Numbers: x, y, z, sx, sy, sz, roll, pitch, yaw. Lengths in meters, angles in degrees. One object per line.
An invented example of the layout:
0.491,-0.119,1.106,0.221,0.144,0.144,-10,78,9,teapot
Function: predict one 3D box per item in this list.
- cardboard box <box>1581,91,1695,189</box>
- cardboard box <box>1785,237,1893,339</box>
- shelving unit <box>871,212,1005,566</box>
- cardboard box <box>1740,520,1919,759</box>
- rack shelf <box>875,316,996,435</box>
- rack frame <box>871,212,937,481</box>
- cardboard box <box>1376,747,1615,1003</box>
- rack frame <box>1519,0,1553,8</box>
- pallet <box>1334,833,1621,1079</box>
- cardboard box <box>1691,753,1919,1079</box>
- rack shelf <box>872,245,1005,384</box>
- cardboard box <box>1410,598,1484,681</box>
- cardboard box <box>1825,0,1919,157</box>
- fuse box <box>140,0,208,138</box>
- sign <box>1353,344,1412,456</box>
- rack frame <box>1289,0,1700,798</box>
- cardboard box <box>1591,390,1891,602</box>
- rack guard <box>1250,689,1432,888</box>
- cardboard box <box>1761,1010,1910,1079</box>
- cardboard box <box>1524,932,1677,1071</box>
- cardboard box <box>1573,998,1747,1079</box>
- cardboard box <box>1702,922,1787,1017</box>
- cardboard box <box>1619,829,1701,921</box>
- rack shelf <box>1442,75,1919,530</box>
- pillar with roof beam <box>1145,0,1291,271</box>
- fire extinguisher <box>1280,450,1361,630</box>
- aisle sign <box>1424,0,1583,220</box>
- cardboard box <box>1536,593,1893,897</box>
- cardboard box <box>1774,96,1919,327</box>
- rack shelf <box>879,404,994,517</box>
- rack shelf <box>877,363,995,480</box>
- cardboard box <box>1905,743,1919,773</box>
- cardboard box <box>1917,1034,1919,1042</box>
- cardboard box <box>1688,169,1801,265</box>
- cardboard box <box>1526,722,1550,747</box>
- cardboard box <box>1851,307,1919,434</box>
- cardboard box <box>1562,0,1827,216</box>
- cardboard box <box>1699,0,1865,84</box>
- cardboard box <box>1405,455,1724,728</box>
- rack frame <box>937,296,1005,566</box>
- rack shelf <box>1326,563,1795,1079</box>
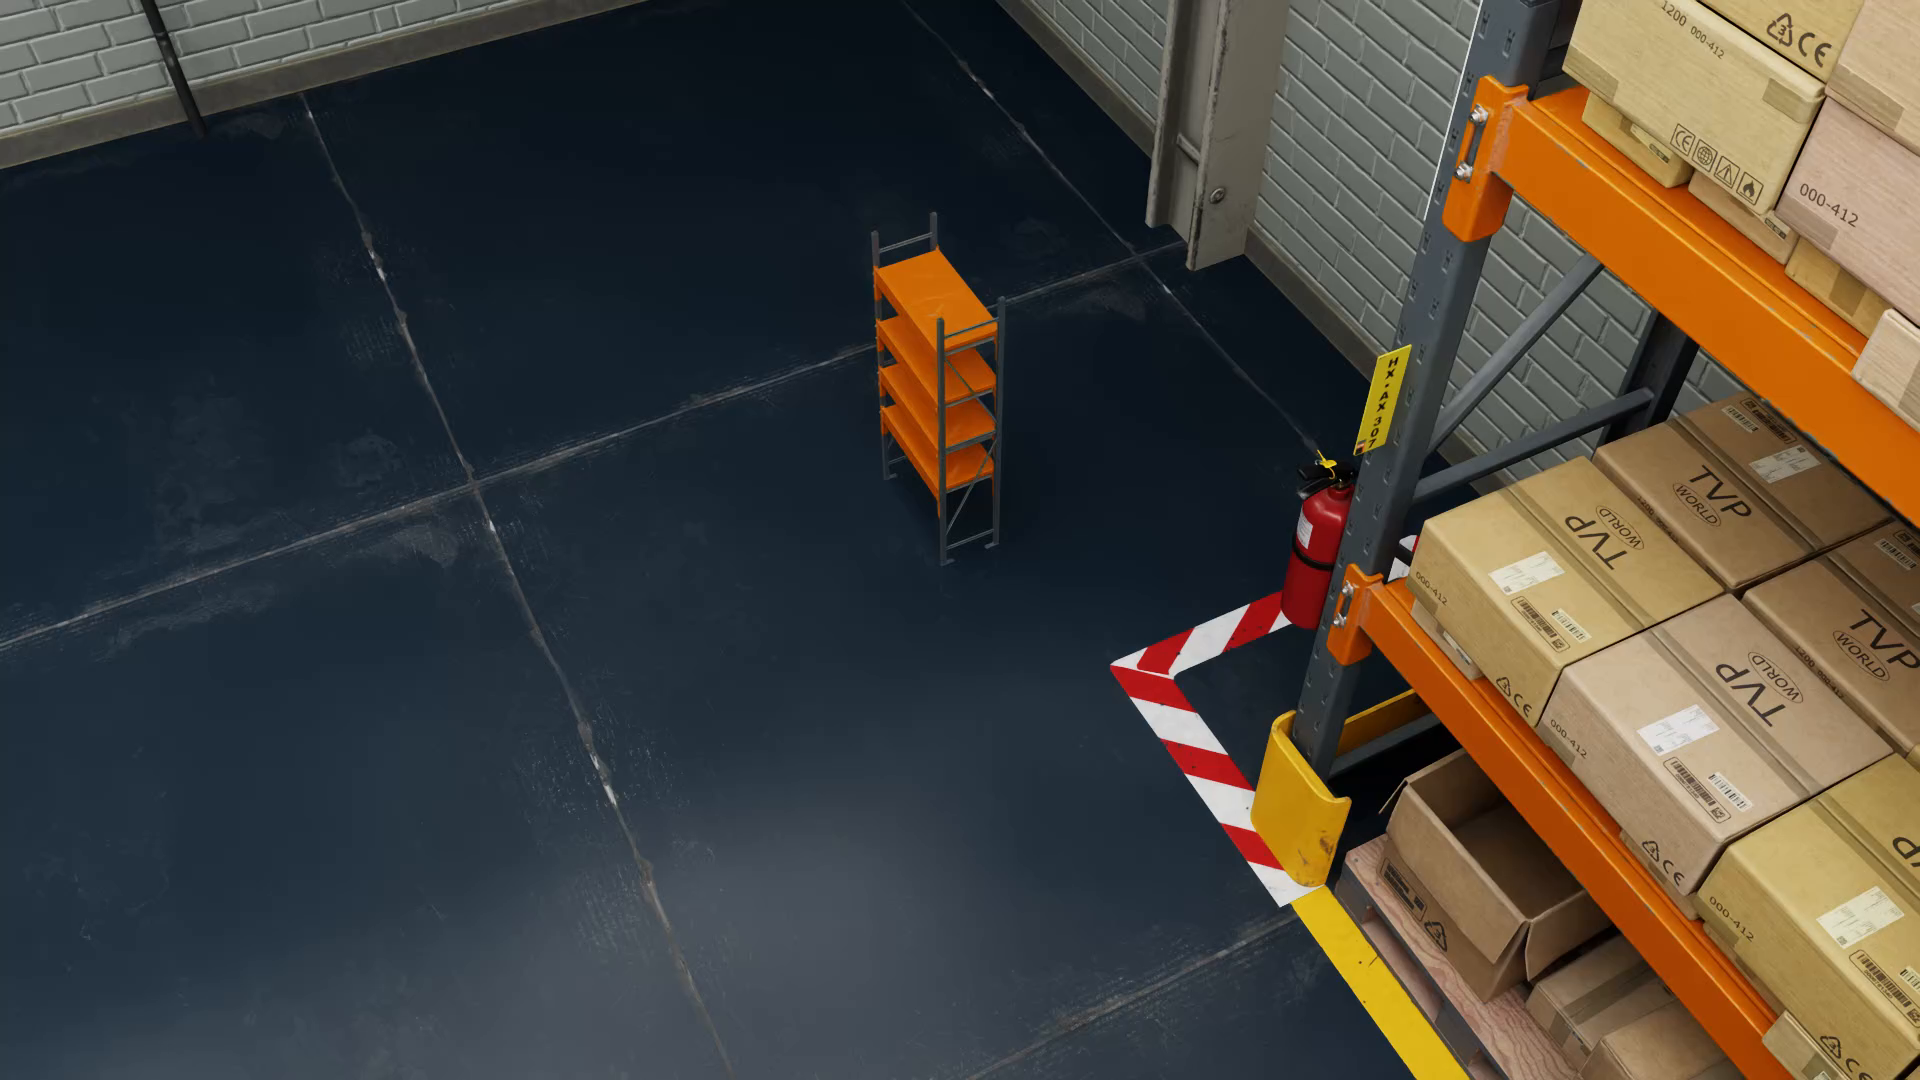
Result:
1.432,-0.844,3.170,0.380,0.149,0.250,-20,52,-17,cardboard box
1.677,-0.500,2.869,0.380,0.149,0.250,-21,52,-17,cardboard box
-0.076,-0.506,5.895,0.258,1.200,0.503,-21,52,-18,shelving unit
2.174,0.280,3.914,0.500,0.250,0.500,-21,52,-17,cardboard box
-0.076,-0.609,5.778,0.258,0.148,0.480,-21,52,-18,rack shelf
-0.187,-0.669,6.038,0.240,1.200,0.015,-21,52,-18,rack frame
1.688,0.893,4.856,0.797,0.503,0.637,-23,53,-19,cardboard box
1.493,-2.208,2.203,1.000,3.000,0.127,-21,52,-18,rack frame
1.893,1.269,5.000,1.003,0.211,1.213,-21,52,-18,pallet
1.926,0.790,3.468,0.500,0.250,0.500,-22,52,-18,cardboard box
-0.076,-0.764,5.599,0.258,0.148,0.480,-21,52,-18,rack shelf
1.399,0.164,4.281,0.380,0.149,0.250,-22,52,-18,cardboard box
1.688,-0.703,2.449,0.500,0.250,0.500,-22,52,-18,cardboard box
-3.586,-2.488,7.290,0.539,1.711,0.414,-21,52,-18,fuse box
1.010,-0.331,3.972,0.100,0.325,0.005,-21,52,-18,sign
1.493,-0.233,4.461,1.000,3.000,0.127,-21,52,-18,rack frame
1.939,-0.065,4.216,0.500,0.250,0.500,-20,52,-16,cardboard box
1.527,0.641,5.357,1.175,0.500,0.348,-21,52,-18,rack guard
1.944,1.043,3.511,0.380,0.149,0.250,-23,53,-19,cardboard box
1.848,1.307,4.729,0.380,0.149,0.250,-23,53,-19,cardboard box
2.045,1.479,4.345,0.700,0.500,0.500,-19,52,-16,cardboard box
1.895,0.848,3.682,0.380,0.149,0.250,-20,52,-17,cardboard box
1.769,0.673,3.836,0.380,0.149,0.250,-20,52,-16,cardboard box
2.408,0.355,2.432,1.077,0.370,4.000,-21,52,-18,rack shelf
-2.768,-2.840,2.756,9.100,9.000,0.400,-21,52,-18,pillar with roof beam
1.014,-0.024,4.577,0.296,0.674,0.183,-21,52,-18,fire extinguisher
1.200,-1.033,3.434,0.394,0.787,0.004,-21,52,-18,aisle sign
1.692,0.452,3.764,0.500,0.250,0.500,-21,52,-17,cardboard box
1.704,-0.545,2.643,0.500,0.250,0.500,-20,52,-17,cardboard box
-0.076,-0.331,6.095,0.258,0.148,0.480,-21,52,-18,rack shelf
-0.076,-0.462,5.946,0.258,0.148,0.480,-21,52,-18,rack shelf
2.396,0.613,3.623,0.500,0.250,0.500,-20,52,-16,cardboard box
2.147,0.872,2.899,0.500,0.500,0.500,-20,52,-17,cardboard box
1.575,-0.678,3.024,0.380,0.149,0.250,-20,52,-17,cardboard box
1.557,0.318,4.146,0.380,0.149,0.250,-20,52,-17,cardboard box
1.700,-0.298,2.692,0.380,0.149,0.250,-20,52,-17,cardboard box
1.453,-0.878,2.934,0.500,0.250,0.500,-22,52,-18,cardboard box
1.472,-1.050,2.753,0.500,0.250,0.500,-22,52,-18,cardboard box
1.461,0.115,4.059,0.500,0.250,0.500,-21,52,-17,cardboard box
0.036,-0.342,5.752,0.240,1.200,0.015,-21,52,-18,rack frame
2.408,1.342,3.561,1.077,0.370,4.000,-21,52,-18,rack shelf
